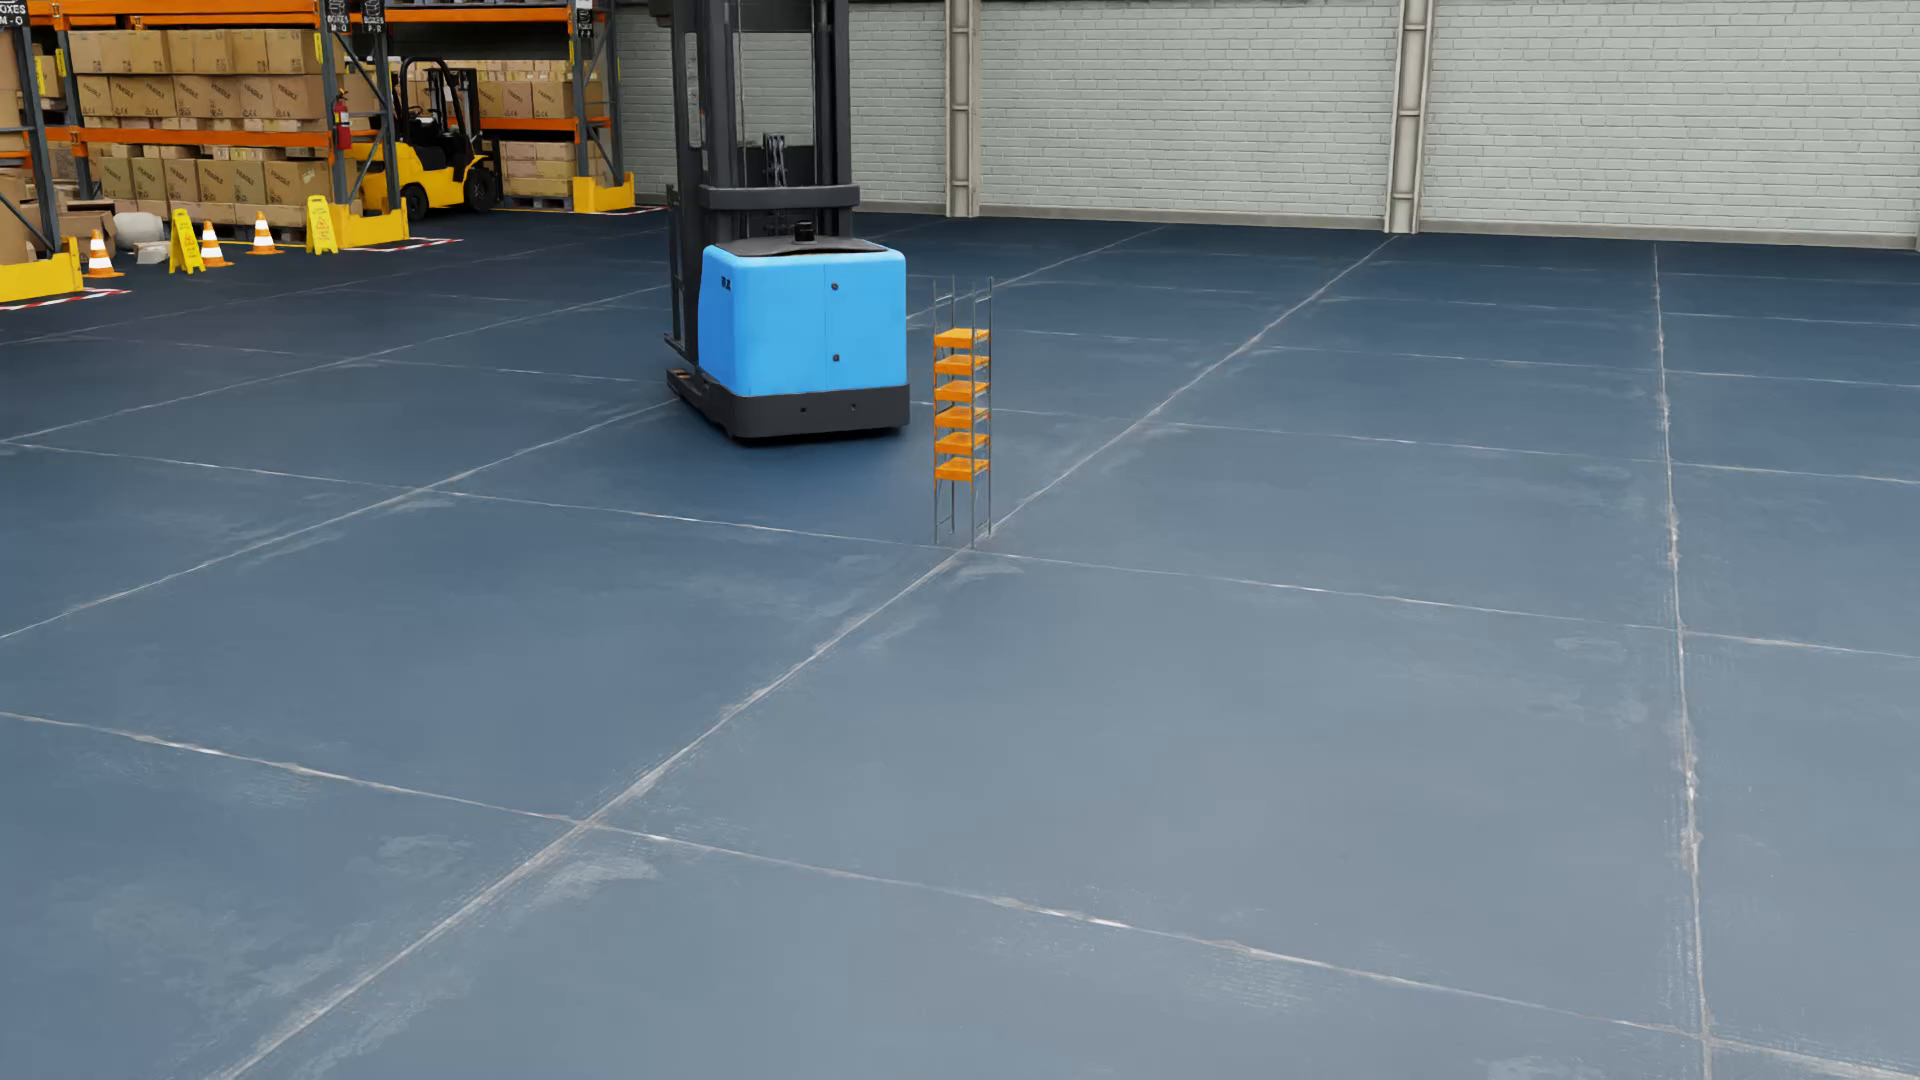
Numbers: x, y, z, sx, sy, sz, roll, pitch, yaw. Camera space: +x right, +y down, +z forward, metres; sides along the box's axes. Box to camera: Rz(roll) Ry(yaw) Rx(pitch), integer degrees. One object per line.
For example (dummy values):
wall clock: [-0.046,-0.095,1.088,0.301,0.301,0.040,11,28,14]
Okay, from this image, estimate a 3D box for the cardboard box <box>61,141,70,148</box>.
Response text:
cardboard box: [-14.650,-6.587,27.549,0.250,0.149,0.380,6,17,21]

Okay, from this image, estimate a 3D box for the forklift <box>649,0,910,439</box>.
forklift: [-1.295,-2.311,10.534,1.129,2.843,3.031,-6,17,-20]

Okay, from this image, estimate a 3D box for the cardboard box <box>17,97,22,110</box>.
cardboard box: [-11.833,-5.522,21.010,0.250,0.149,0.380,6,17,20]

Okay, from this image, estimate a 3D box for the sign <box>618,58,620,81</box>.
sign: [-5.013,-6.887,24.320,0.005,0.325,0.100,6,17,21]

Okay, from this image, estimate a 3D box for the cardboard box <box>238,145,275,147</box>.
cardboard box: [-10.852,-5.968,26.357,0.625,0.625,0.875,6,17,18]

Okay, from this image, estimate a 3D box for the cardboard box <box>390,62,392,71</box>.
cardboard box: [-8.473,-7.093,24.848,0.250,0.149,0.380,7,17,21]

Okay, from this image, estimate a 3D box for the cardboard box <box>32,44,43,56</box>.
cardboard box: [-12.117,-6.339,21.500,0.250,0.149,0.380,7,18,24]

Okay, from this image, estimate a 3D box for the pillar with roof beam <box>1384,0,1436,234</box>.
pillar with roof beam: [4.044,-7.131,16.098,0.400,9.000,9.100,6,17,21]

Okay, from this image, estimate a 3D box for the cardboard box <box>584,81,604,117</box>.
cardboard box: [-5.581,-6.460,24.367,0.500,0.500,0.500,7,18,22]

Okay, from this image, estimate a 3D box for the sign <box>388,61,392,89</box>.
sign: [-6.841,-5.558,19.886,0.005,0.325,0.100,6,17,21]

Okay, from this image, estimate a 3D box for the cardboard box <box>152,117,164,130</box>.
cardboard box: [-9.597,-5.090,20.276,0.250,0.149,0.380,6,17,20]

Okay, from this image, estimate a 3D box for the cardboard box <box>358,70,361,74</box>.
cardboard box: [-9.192,-7.150,25.578,0.250,0.149,0.380,6,17,19]

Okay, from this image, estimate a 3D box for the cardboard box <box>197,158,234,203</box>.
cardboard box: [-8.835,-4.363,20.157,0.500,0.500,0.500,6,17,19]

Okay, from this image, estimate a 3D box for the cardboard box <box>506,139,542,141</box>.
cardboard box: [-6.527,-5.853,24.840,0.500,0.250,0.500,6,17,20]

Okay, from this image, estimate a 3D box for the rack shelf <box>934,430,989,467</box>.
rack shelf: [0.013,-0.417,7.547,0.180,0.103,0.258,6,17,21]

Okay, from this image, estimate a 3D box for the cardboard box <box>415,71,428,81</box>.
cardboard box: [-7.804,-6.840,24.512,0.250,0.149,0.380,6,17,20]

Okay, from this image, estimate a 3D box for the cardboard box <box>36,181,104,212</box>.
cardboard box: [-11.250,-4.404,21.422,0.625,0.372,0.950,7,17,21]

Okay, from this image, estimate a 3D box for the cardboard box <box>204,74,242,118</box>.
cardboard box: [-8.574,-5.281,19.772,0.500,0.500,0.500,6,17,20]

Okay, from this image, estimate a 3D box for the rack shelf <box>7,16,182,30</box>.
rack shelf: [-14.525,-8.407,27.164,4.000,0.370,1.077,6,17,21]

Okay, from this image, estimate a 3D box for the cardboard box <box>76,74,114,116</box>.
cardboard box: [-10.454,-5.484,20.472,0.500,0.500,0.500,6,17,20]

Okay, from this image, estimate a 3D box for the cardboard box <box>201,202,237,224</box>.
cardboard box: [-8.859,-4.003,20.260,0.500,0.250,0.500,6,17,19]

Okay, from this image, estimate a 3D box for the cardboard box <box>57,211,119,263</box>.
cardboard box: [-9.603,-3.326,18.227,0.637,0.503,0.797,-5,17,-18]

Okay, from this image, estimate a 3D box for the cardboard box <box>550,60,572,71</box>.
cardboard box: [-5.633,-6.774,23.750,0.250,0.149,0.380,6,17,21]

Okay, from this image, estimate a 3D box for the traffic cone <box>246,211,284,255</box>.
traffic cone: [-7.913,-3.493,18.875,0.334,0.463,0.336,6,17,21]

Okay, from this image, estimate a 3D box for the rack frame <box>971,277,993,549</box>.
rack frame: [0.099,-0.565,7.469,0.006,1.200,0.240,6,17,21]

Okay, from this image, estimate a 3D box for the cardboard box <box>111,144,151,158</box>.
cardboard box: [-10.217,-4.805,20.515,0.250,0.149,0.380,7,17,21]

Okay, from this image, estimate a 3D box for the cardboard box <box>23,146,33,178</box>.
cardboard box: [-15.519,-6.358,27.926,0.500,0.500,0.500,6,17,20]

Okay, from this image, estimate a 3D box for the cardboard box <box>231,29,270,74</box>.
cardboard box: [-8.064,-5.722,19.497,0.500,0.500,0.700,6,17,21]

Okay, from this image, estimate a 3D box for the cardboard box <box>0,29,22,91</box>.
cardboard box: [-9.093,-4.346,15.058,0.550,0.550,0.875,6,17,21]

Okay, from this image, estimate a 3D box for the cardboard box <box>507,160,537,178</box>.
cardboard box: [-6.252,-5.433,24.292,0.500,0.250,0.500,6,17,20]

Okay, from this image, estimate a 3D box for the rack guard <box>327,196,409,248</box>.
rack guard: [-7.111,-3.809,19.897,0.348,0.500,1.175,6,17,21]

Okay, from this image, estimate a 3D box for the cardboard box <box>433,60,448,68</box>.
cardboard box: [-7.528,-6.980,24.461,0.250,0.149,0.380,6,17,20]

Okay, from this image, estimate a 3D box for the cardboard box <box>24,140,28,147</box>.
cardboard box: [-15.620,-6.692,27.913,0.250,0.149,0.380,5,17,18]

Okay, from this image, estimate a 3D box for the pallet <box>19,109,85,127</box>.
pallet: [-11.419,-5.435,21.358,1.213,0.211,1.003,6,17,21]

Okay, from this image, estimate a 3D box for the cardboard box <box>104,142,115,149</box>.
cardboard box: [-13.711,-6.464,27.125,0.250,0.149,0.380,6,17,19]

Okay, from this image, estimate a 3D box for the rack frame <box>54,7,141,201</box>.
rack frame: [-10.761,-5.411,20.932,0.127,3.000,1.000,6,17,21]

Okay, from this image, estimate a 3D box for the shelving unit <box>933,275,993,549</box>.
shelving unit: [0.013,-0.575,7.501,0.189,1.200,0.258,6,17,21]

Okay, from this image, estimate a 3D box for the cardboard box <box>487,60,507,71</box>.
cardboard box: [-6.614,-6.853,24.024,0.250,0.149,0.380,7,18,22]

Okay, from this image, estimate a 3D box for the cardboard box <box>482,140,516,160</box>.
cardboard box: [-6.715,-5.717,24.371,0.500,0.250,0.500,7,17,21]

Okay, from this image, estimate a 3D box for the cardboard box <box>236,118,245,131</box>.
cardboard box: [-8.411,-4.974,19.877,0.250,0.149,0.380,7,17,21]

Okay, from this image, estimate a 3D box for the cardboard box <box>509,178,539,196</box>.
cardboard box: [-6.235,-5.190,24.350,0.500,0.250,0.500,6,17,21]

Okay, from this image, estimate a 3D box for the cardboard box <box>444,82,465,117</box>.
cardboard box: [-7.204,-6.476,24.421,0.500,0.500,0.500,6,17,21]

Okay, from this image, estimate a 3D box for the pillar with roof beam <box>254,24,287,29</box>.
pillar with roof beam: [-12.700,-8.973,22.440,0.400,9.000,9.100,6,17,21]

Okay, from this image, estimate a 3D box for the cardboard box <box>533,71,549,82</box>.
cardboard box: [-5.896,-6.630,23.789,0.250,0.149,0.380,7,17,22]

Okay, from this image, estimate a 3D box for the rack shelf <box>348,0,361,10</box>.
rack shelf: [-8.901,-6.395,19.882,3.809,0.124,0.919,6,17,21]

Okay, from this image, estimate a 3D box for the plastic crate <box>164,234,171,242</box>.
plastic crate: [-9.602,-3.635,20.053,0.583,0.080,0.402,0,16,1]

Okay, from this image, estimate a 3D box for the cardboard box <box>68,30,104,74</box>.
cardboard box: [-10.431,-5.981,20.388,0.500,0.500,0.700,6,17,20]
